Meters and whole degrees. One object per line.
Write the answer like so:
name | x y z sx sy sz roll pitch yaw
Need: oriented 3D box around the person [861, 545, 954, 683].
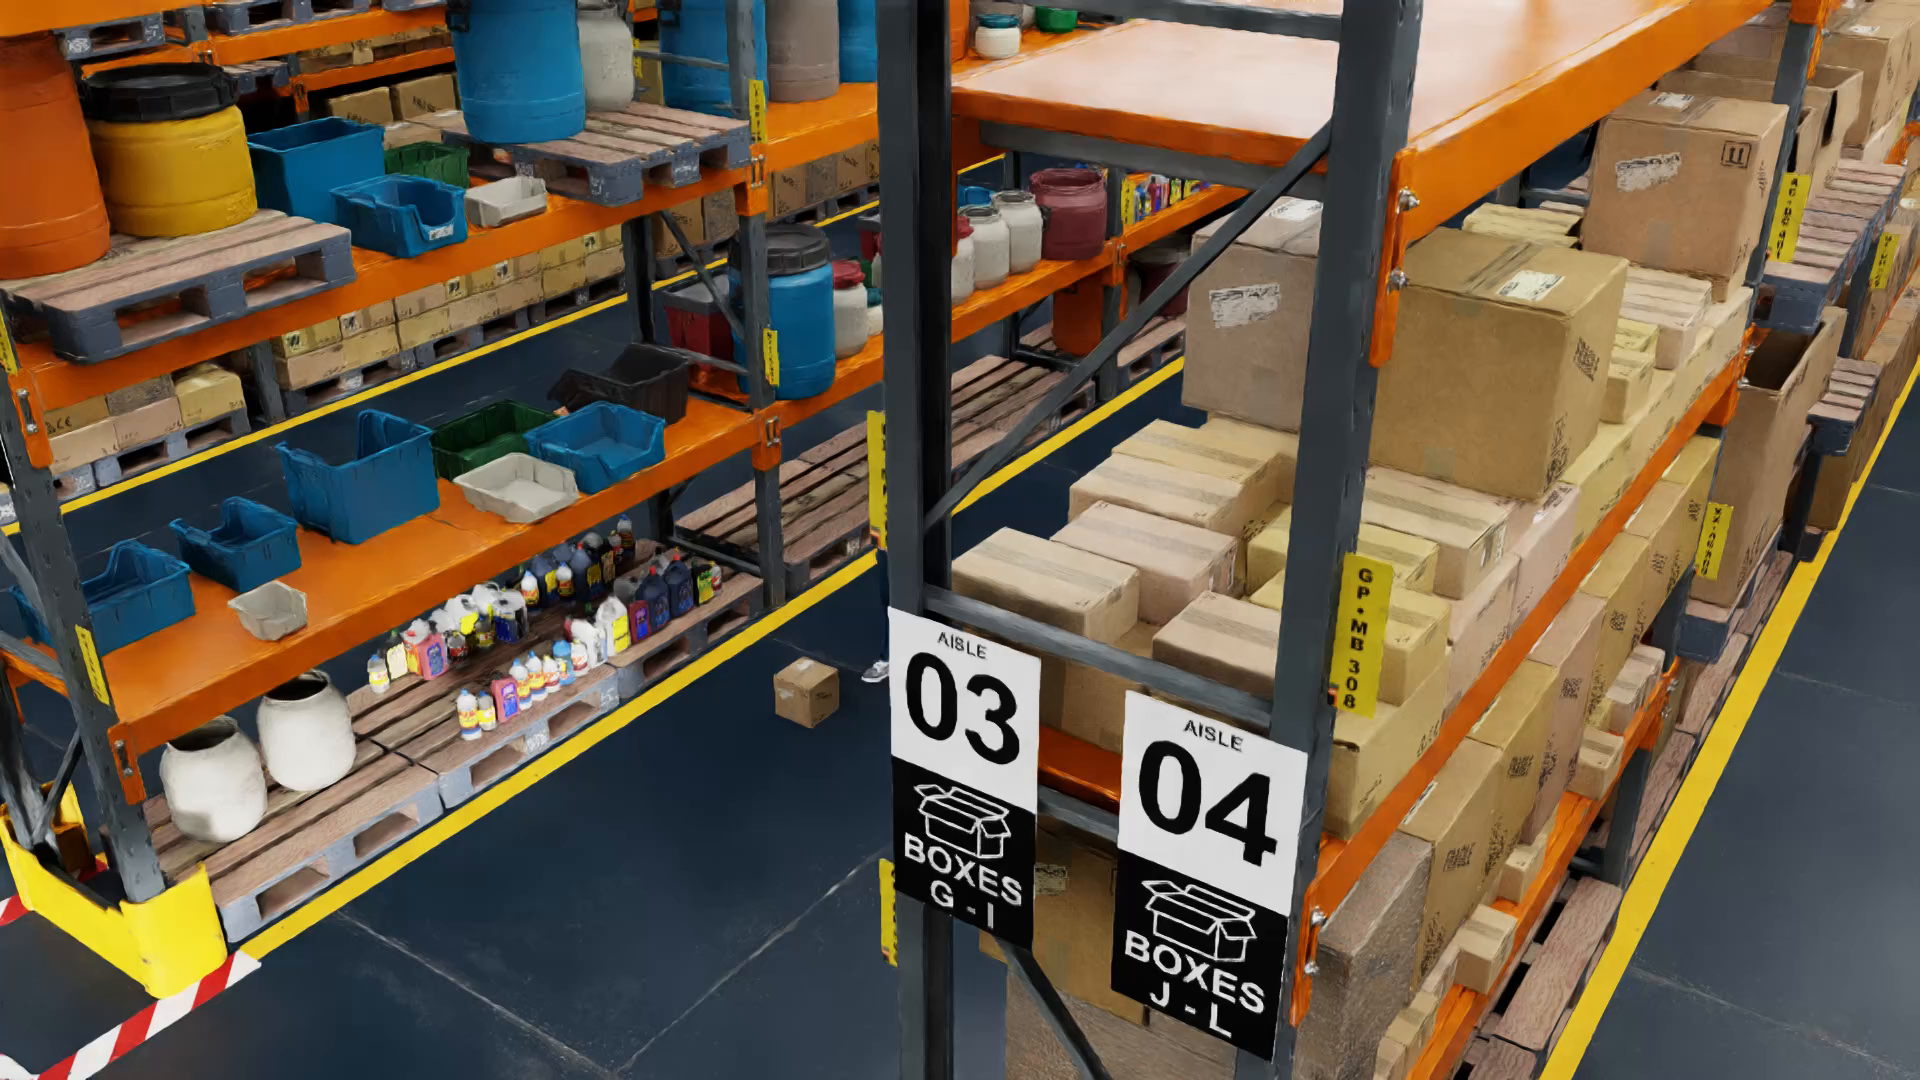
person | -0.281 0.043 9.043 0.554 1.597 0.427 -24 36 -39
